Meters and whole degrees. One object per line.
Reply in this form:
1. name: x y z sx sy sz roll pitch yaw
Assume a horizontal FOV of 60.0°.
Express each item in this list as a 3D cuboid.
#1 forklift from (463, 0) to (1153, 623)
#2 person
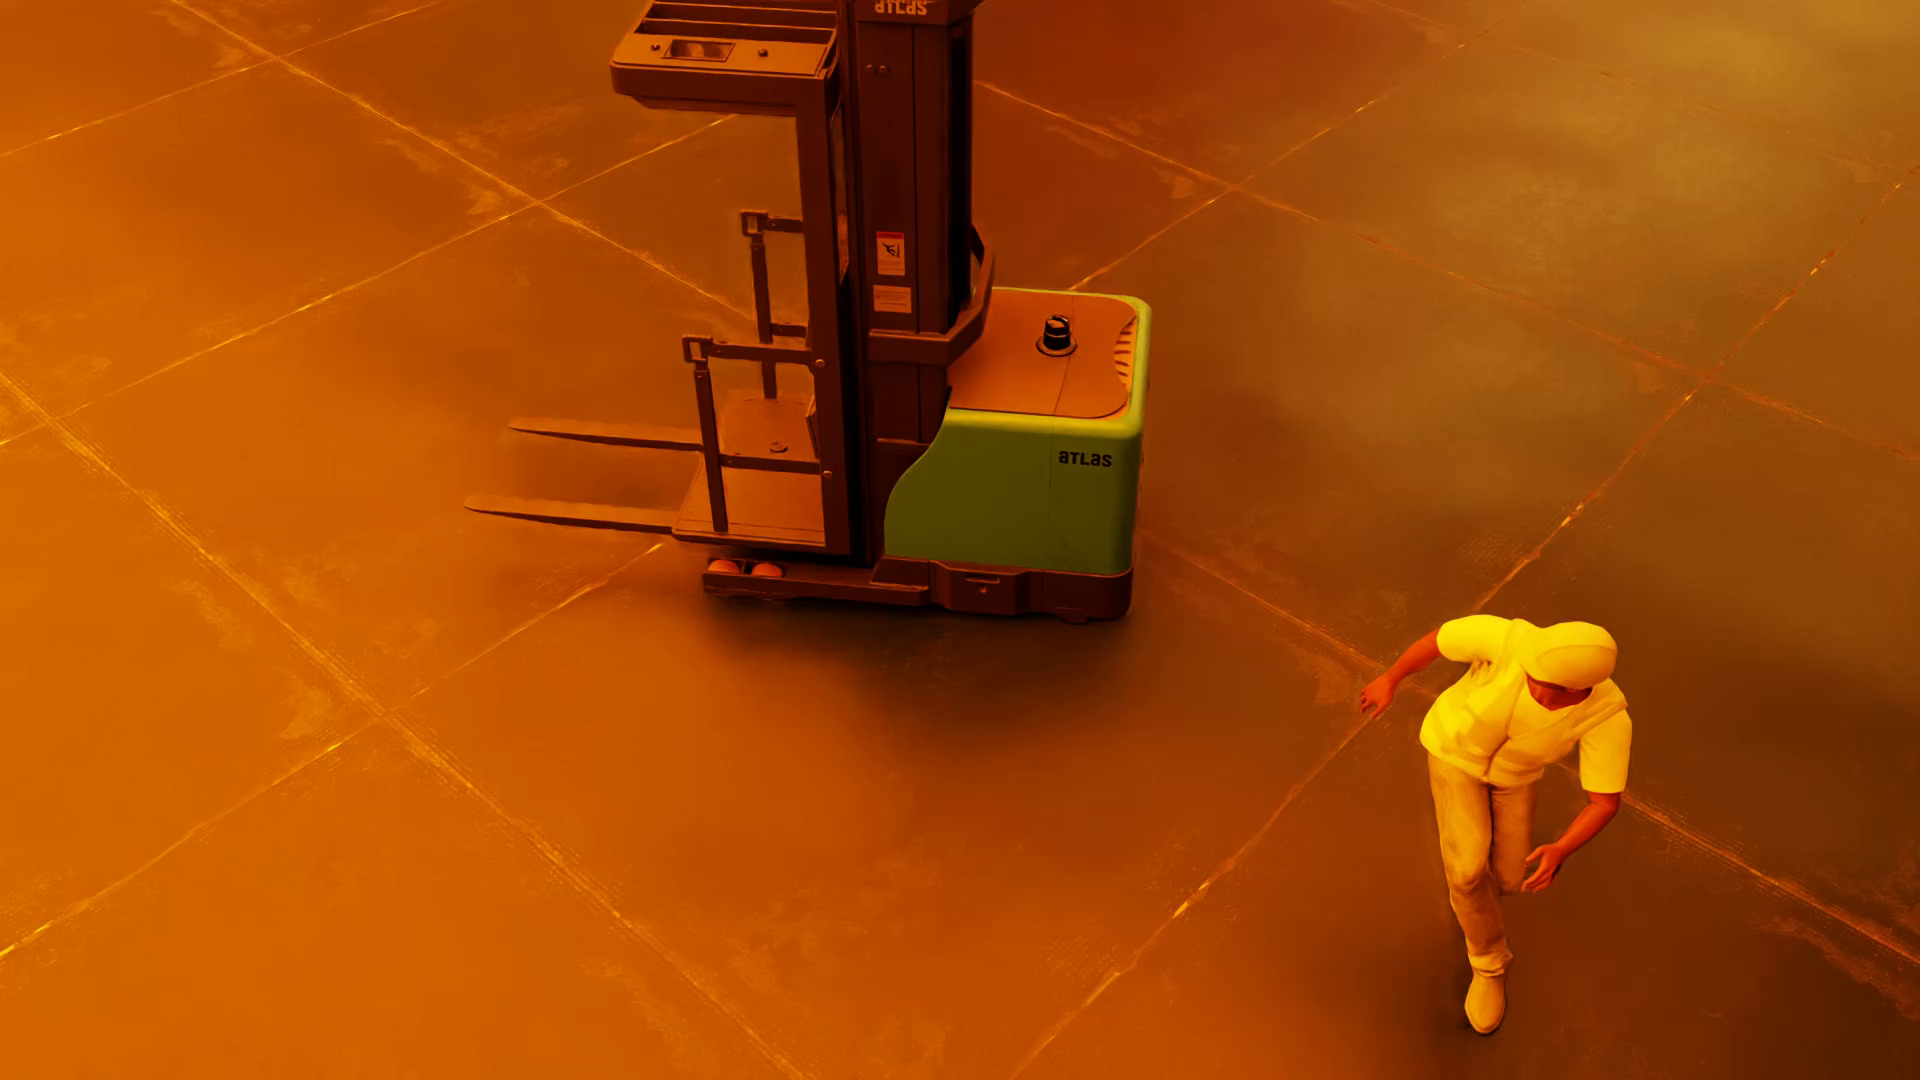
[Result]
1. forklift: -0.702 -1.180 6.804 3.031 2.935 1.130 5 41 6
2. person: 1.722 0.840 5.496 0.809 1.580 0.817 8 41 9
